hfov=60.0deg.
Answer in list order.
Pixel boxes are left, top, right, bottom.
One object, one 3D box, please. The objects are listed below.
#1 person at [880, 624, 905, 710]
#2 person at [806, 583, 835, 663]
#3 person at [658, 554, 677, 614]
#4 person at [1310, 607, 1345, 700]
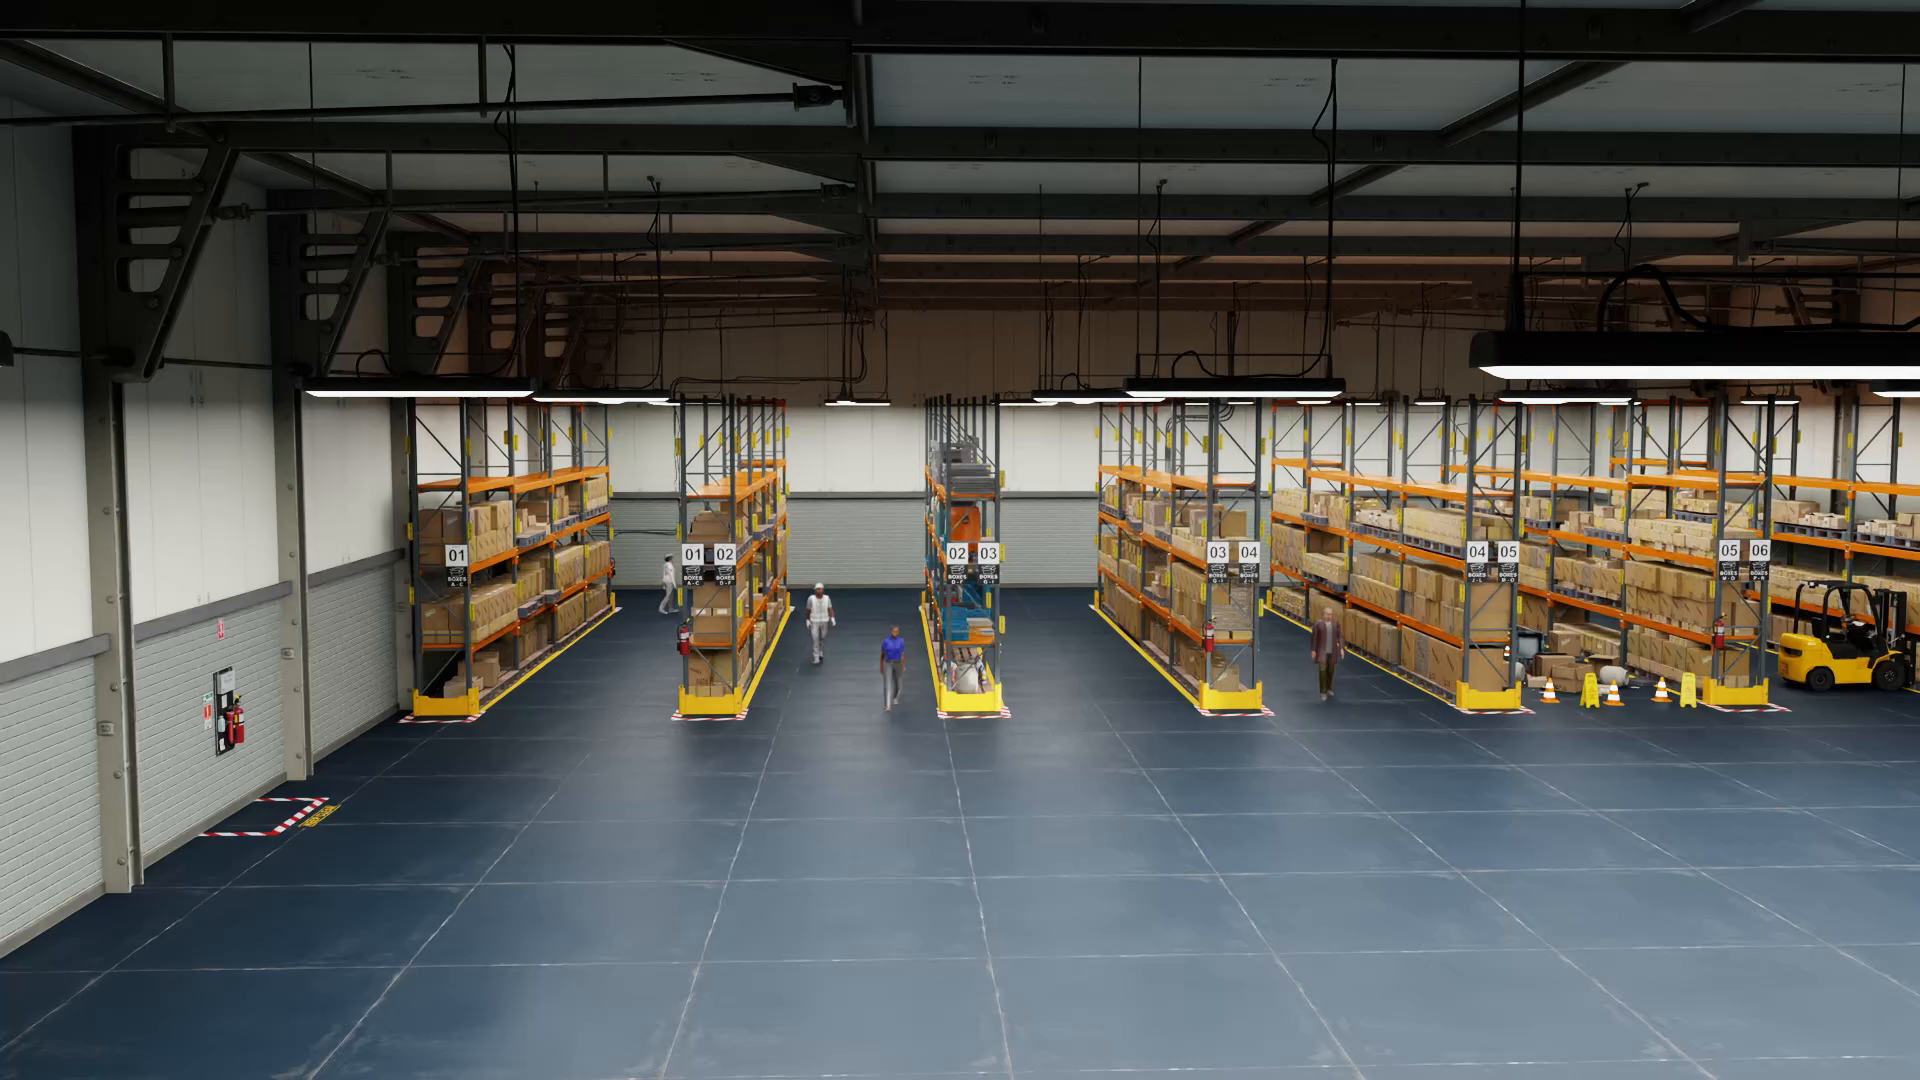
[{"bbox_3d":[-1.294,2.406,31.715,0.463,1.626,0.820,-1,5,-13],"label":"person"},{"bbox_3d":[-3.158,1.851,37.695,0.609,1.739,0.977,-1,5,-15],"label":"person"},{"bbox_3d":[-8.137,1.215,46.371,0.655,1.669,0.552,-2,5,-28],"label":"person"},{"bbox_3d":[7.286,2.254,32.946,0.635,1.841,0.603,0,5,-6],"label":"person"}]
